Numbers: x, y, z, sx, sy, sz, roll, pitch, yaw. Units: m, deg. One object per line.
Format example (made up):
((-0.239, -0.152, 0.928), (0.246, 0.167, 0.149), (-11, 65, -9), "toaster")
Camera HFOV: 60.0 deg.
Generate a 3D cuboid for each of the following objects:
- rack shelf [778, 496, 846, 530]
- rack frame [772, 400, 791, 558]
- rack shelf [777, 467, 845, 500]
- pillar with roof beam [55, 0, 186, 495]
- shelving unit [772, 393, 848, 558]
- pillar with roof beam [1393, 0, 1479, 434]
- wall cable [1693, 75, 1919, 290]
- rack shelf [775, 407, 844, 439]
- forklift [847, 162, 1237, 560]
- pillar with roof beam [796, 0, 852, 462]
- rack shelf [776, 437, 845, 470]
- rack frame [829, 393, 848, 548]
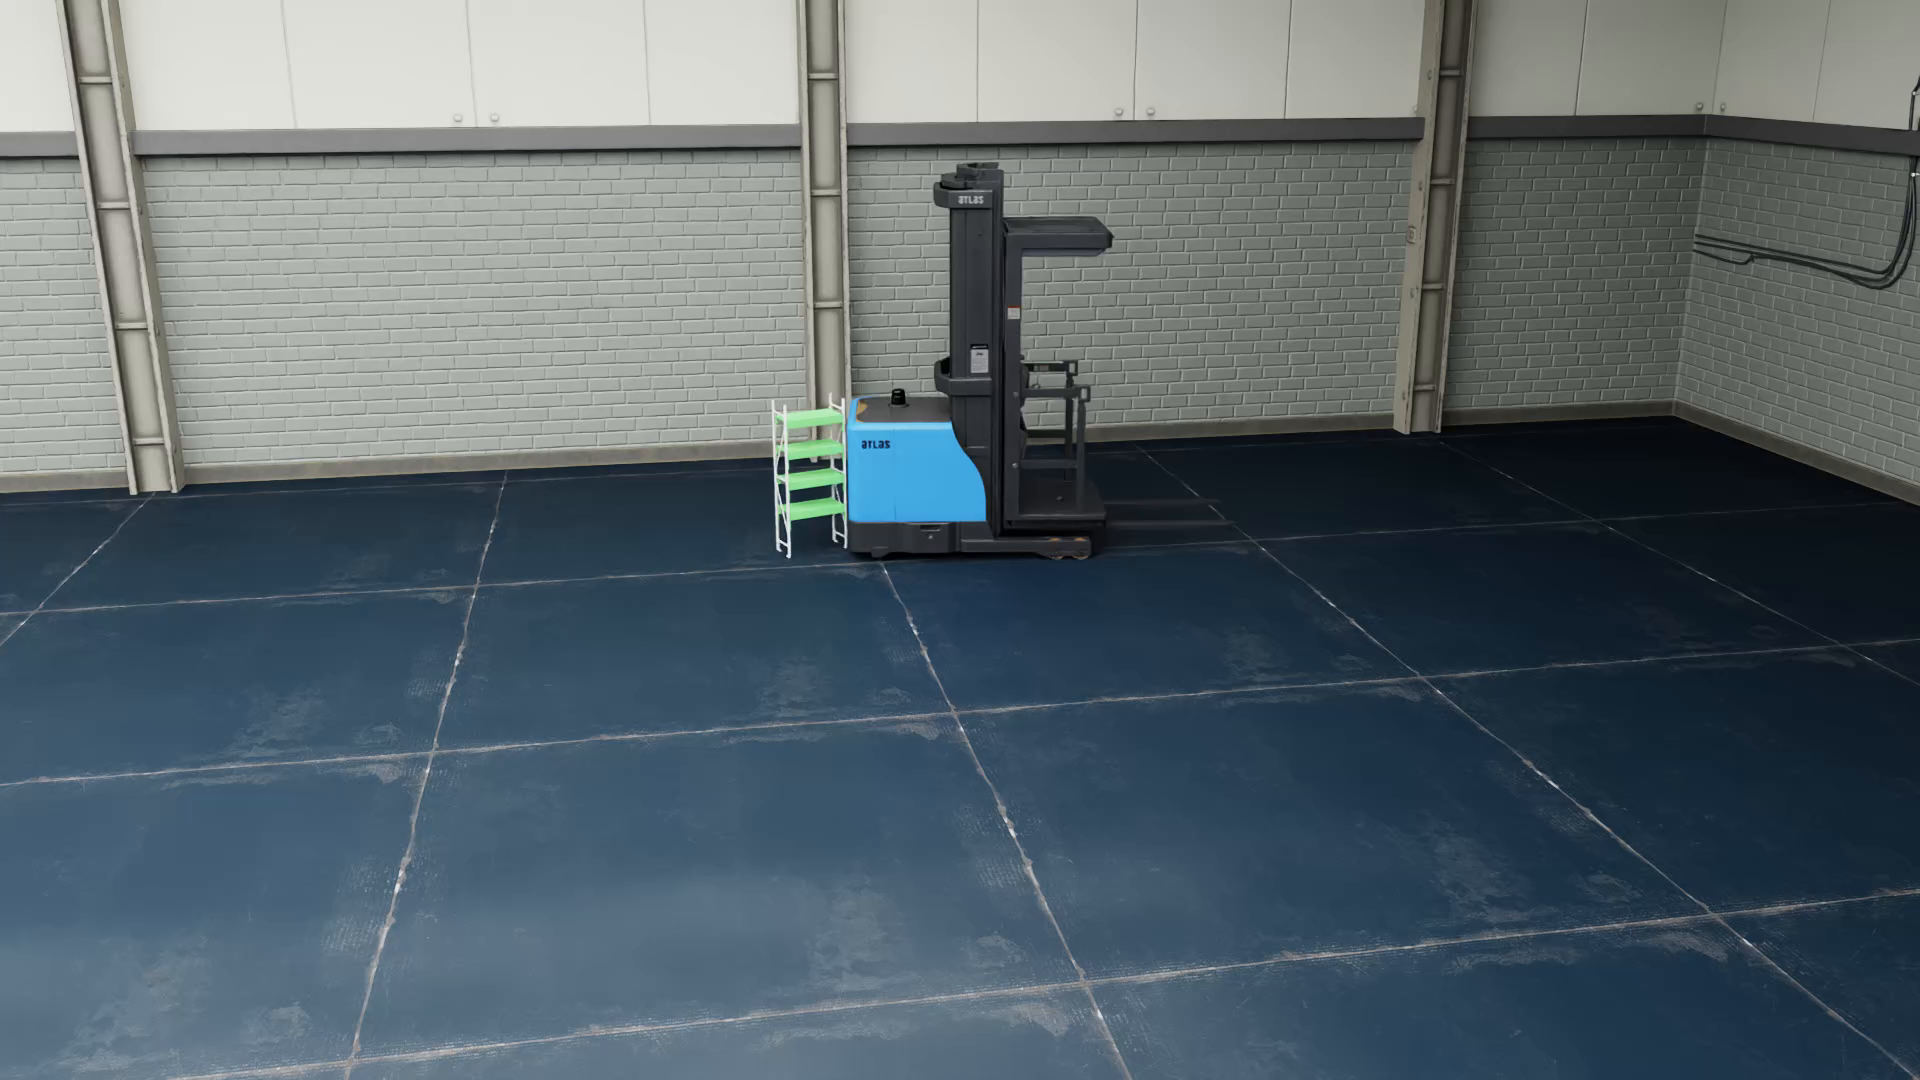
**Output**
((-1.163, -0.214, 13.000), (0.480, 0.148, 0.258), (-10, 20, -29), "rack shelf")
((-1.375, -0.469, 12.794), (0.015, 1.200, 0.240), (-10, 20, -29), "rack frame")
((-1.163, -0.443, 12.929), (0.480, 0.148, 0.258), (-10, 20, -29), "rack shelf")
((-6.310, -3.515, 9.429), (0.400, 9.000, 9.100), (-3, 17, -10), "pillar with roof beam")
((-1.163, -0.504, 12.911), (0.503, 1.200, 0.258), (-10, 20, -29), "shelving unit")
((5.472, -4.183, 11.605), (0.400, 9.000, 9.100), (-3, 17, -10), "pillar with roof beam")
((7.799, -3.723, 15.394), (0.112, 2.526, 3.097), (-3, 17, -10), "wall cable")
((-1.163, -0.902, 12.788), (0.480, 0.148, 0.258), (-10, 20, -29), "rack shelf")
((0.637, -1.402, 12.885), (3.031, 2.935, 1.130), (0, 17, -1), "forklift")
((-0.419, -3.849, 10.517), (0.400, 9.000, 9.100), (-3, 17, -10), "pillar with roof beam")
((-1.163, -0.673, 12.859), (0.480, 0.148, 0.258), (-10, 20, -29), "rack shelf")
((-0.952, -0.540, 13.027), (0.015, 1.200, 0.240), (-10, 20, -29), "rack frame")
